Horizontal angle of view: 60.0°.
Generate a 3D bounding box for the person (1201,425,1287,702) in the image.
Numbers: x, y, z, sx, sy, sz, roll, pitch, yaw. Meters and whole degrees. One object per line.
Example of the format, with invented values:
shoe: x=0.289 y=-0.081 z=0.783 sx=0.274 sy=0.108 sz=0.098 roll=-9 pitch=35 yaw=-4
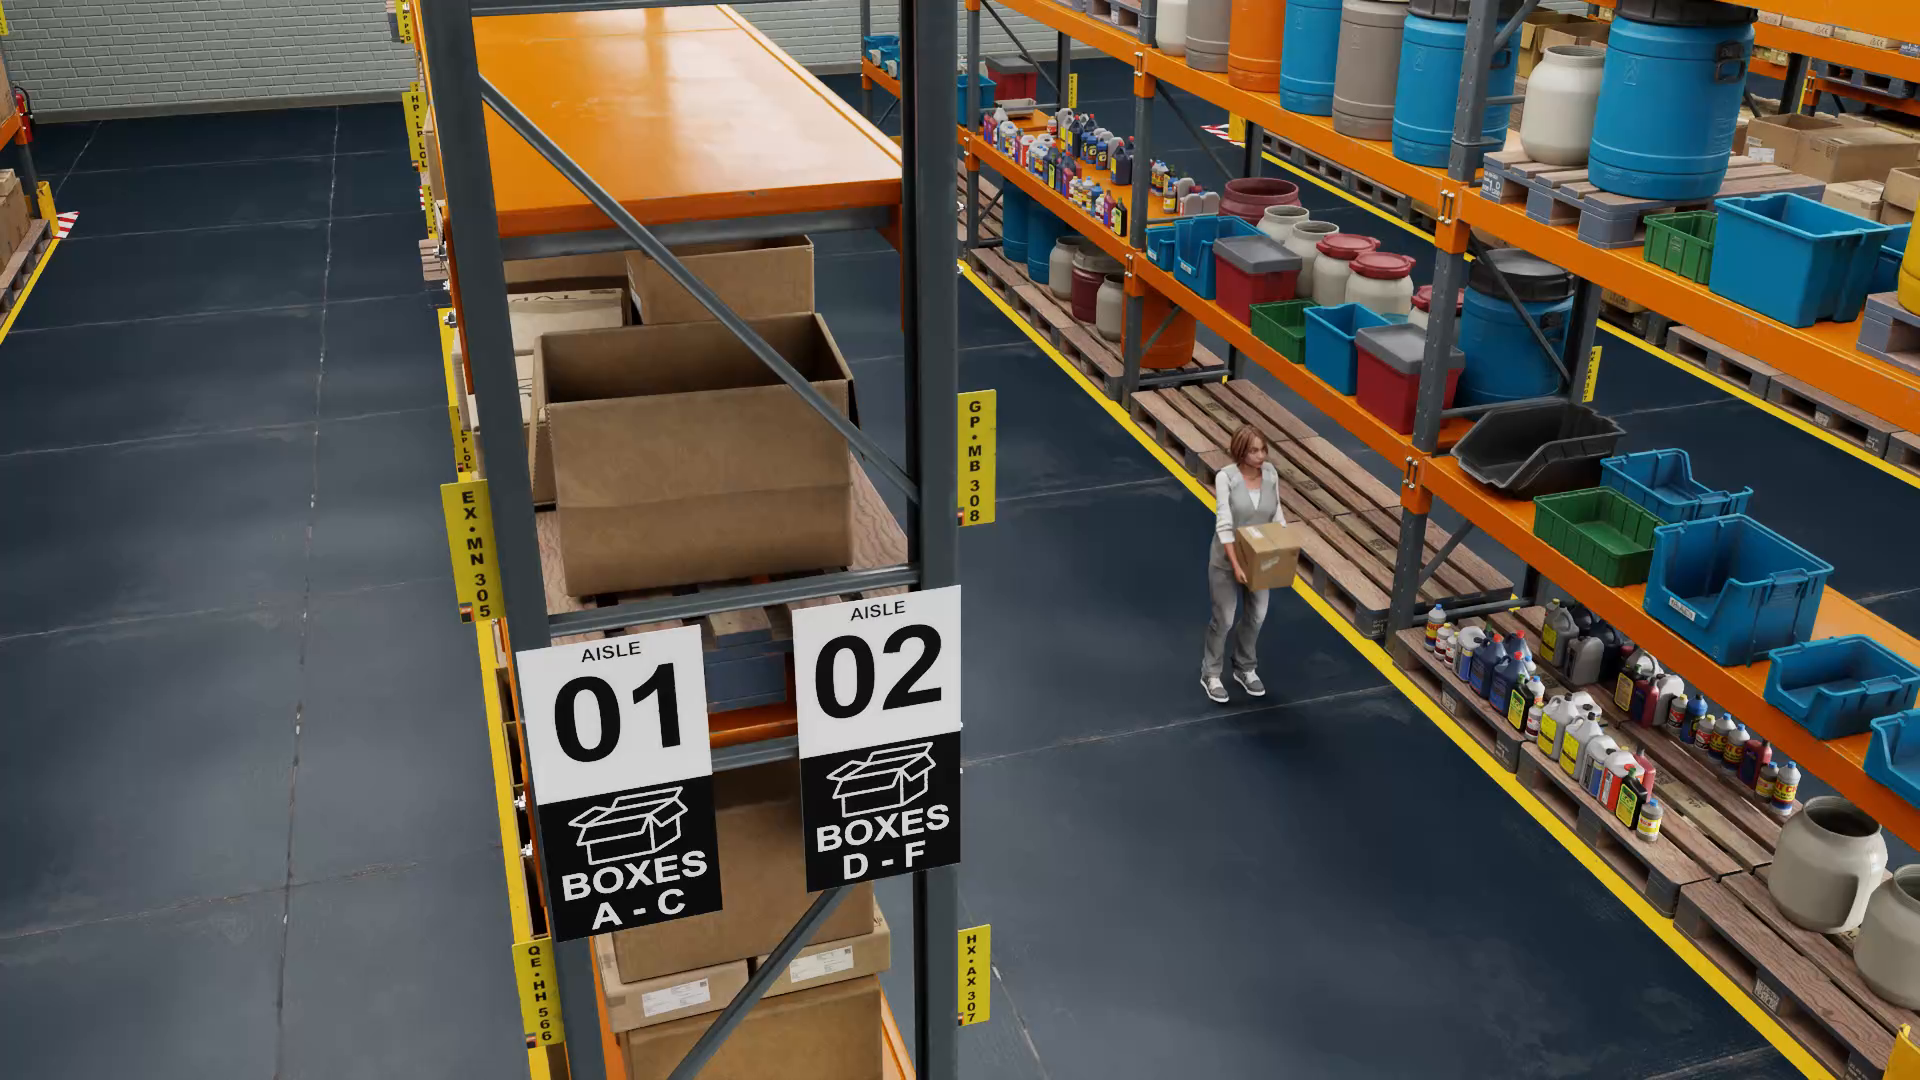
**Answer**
person: x=1.565 y=0.164 z=9.032 sx=0.404 sy=1.594 sz=0.494 roll=-8 pitch=28 yaw=-15
